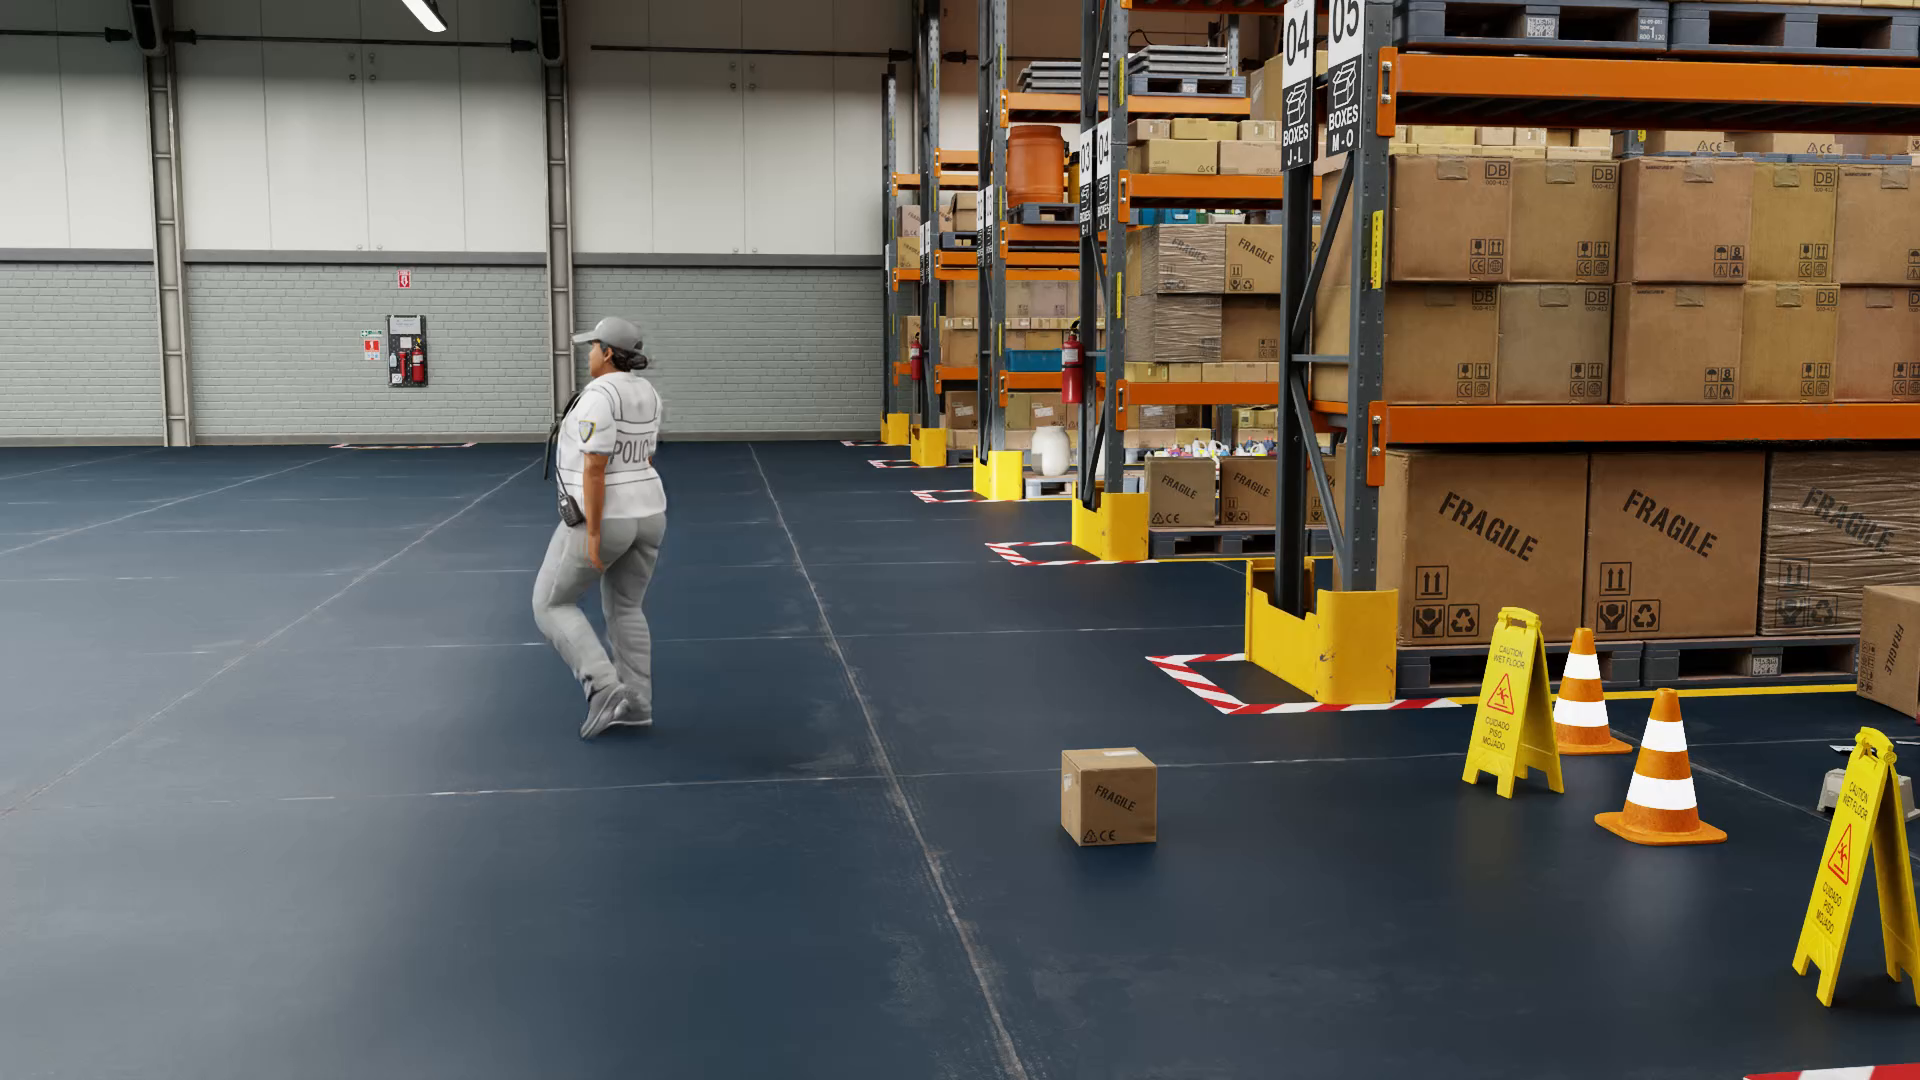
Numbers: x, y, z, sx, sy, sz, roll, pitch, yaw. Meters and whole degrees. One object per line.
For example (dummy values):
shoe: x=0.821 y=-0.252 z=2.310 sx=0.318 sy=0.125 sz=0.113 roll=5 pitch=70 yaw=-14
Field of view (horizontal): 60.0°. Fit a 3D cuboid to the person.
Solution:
person: x=-1.429 y=-0.048 z=6.660 sx=0.455 sy=1.680 sz=0.481 roll=4 pitch=8 yaw=29
